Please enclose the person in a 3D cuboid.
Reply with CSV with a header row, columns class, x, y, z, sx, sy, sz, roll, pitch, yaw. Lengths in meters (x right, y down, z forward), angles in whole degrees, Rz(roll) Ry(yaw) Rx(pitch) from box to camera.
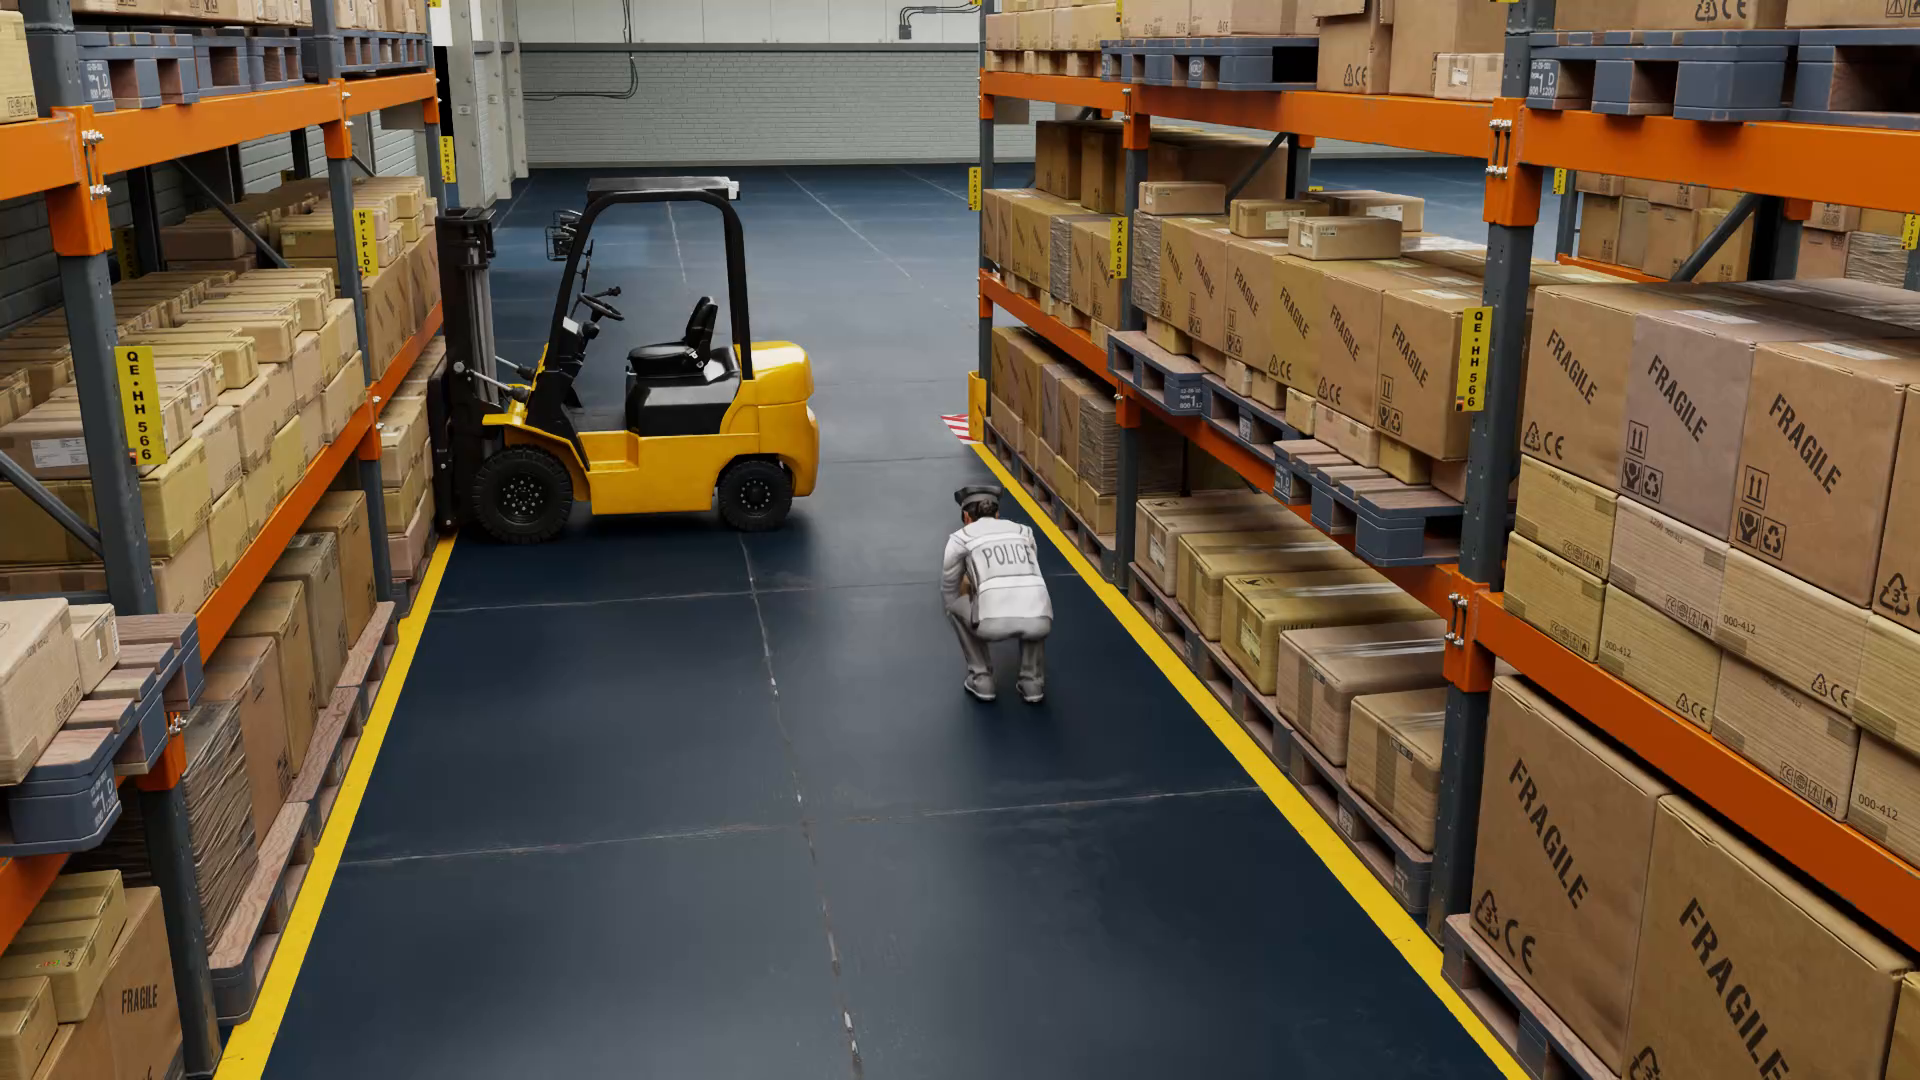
class,x,y,z,sx,sy,sz,roll,pitch,yaw
person,0.174,0.251,7.934,0.493,0.967,0.831,-3,17,-9
